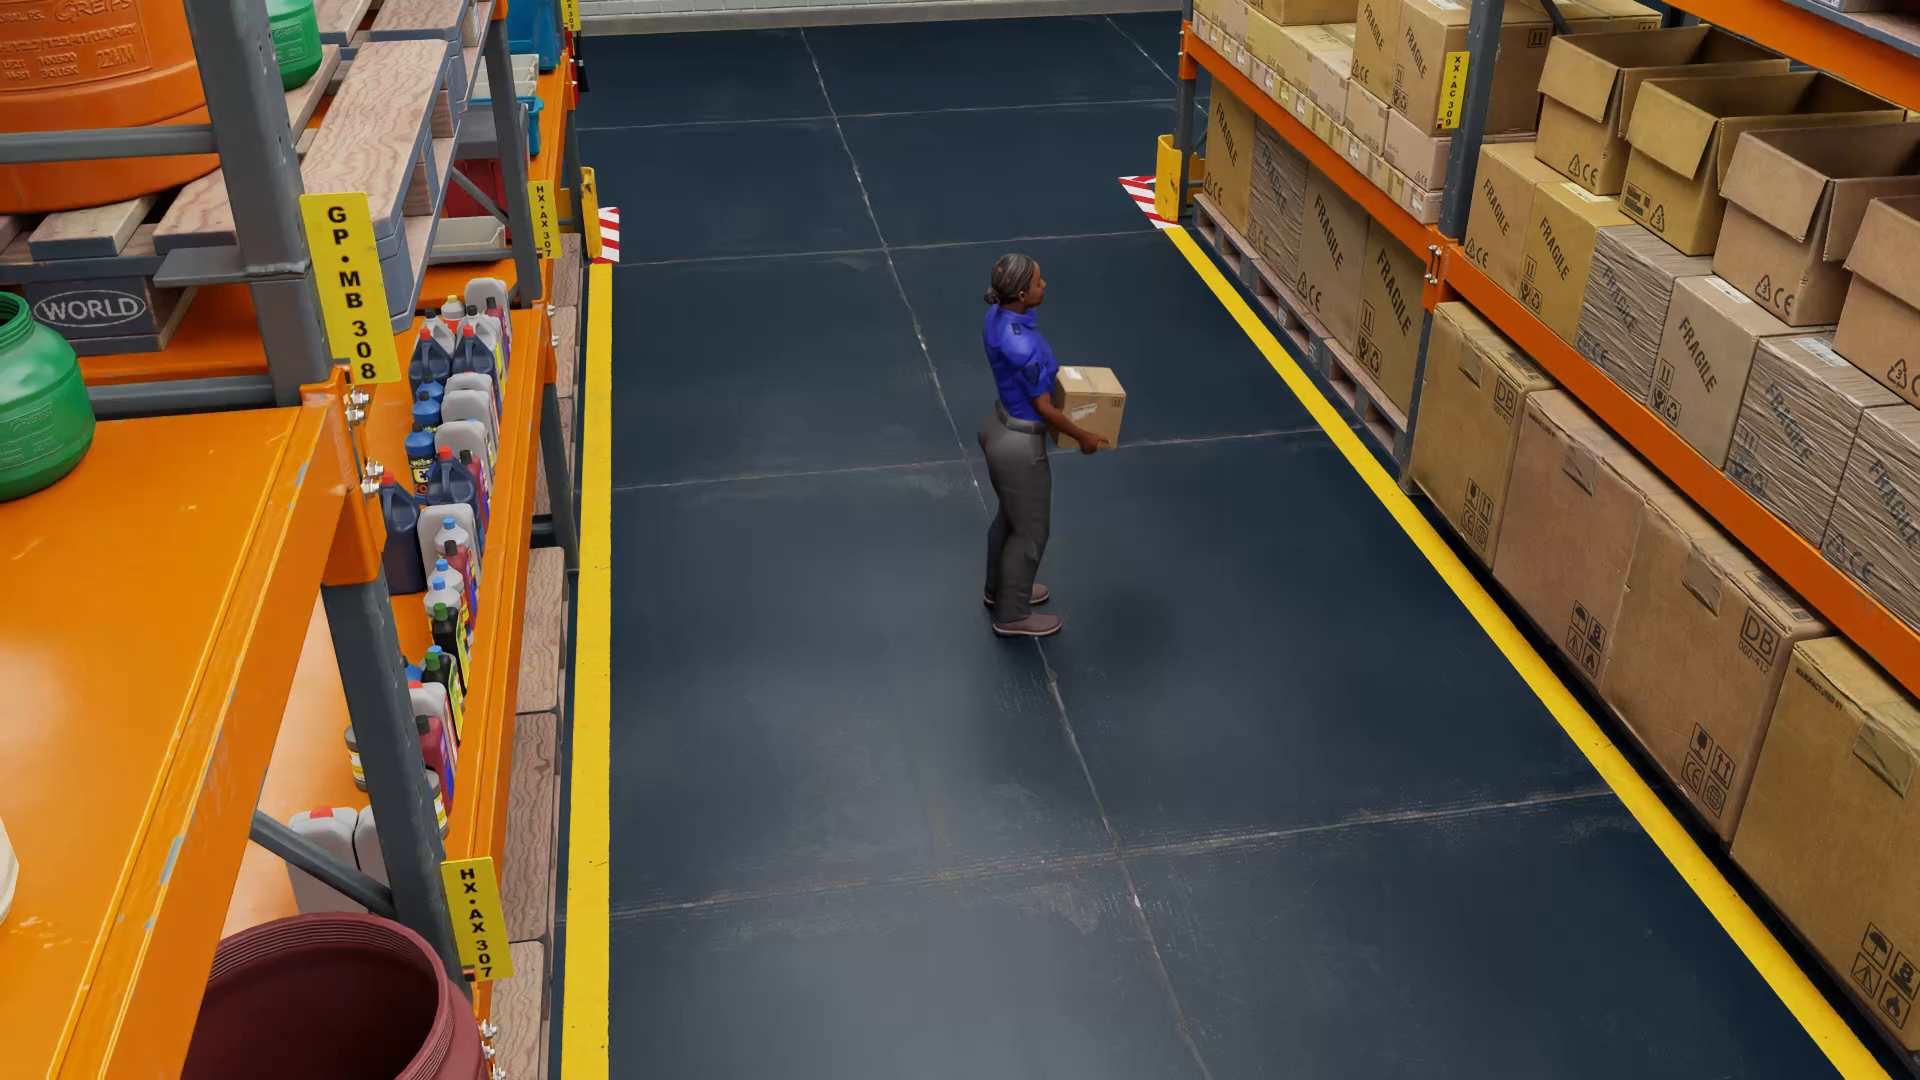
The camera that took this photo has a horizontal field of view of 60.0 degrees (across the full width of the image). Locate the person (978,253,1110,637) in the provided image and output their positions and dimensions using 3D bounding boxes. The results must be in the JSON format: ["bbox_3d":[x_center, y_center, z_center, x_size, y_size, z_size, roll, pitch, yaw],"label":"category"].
[{"bbox_3d":[0.332,-0.391,6.800,0.503,1.656,0.441,-5,31,-9],"label":"person"}]
